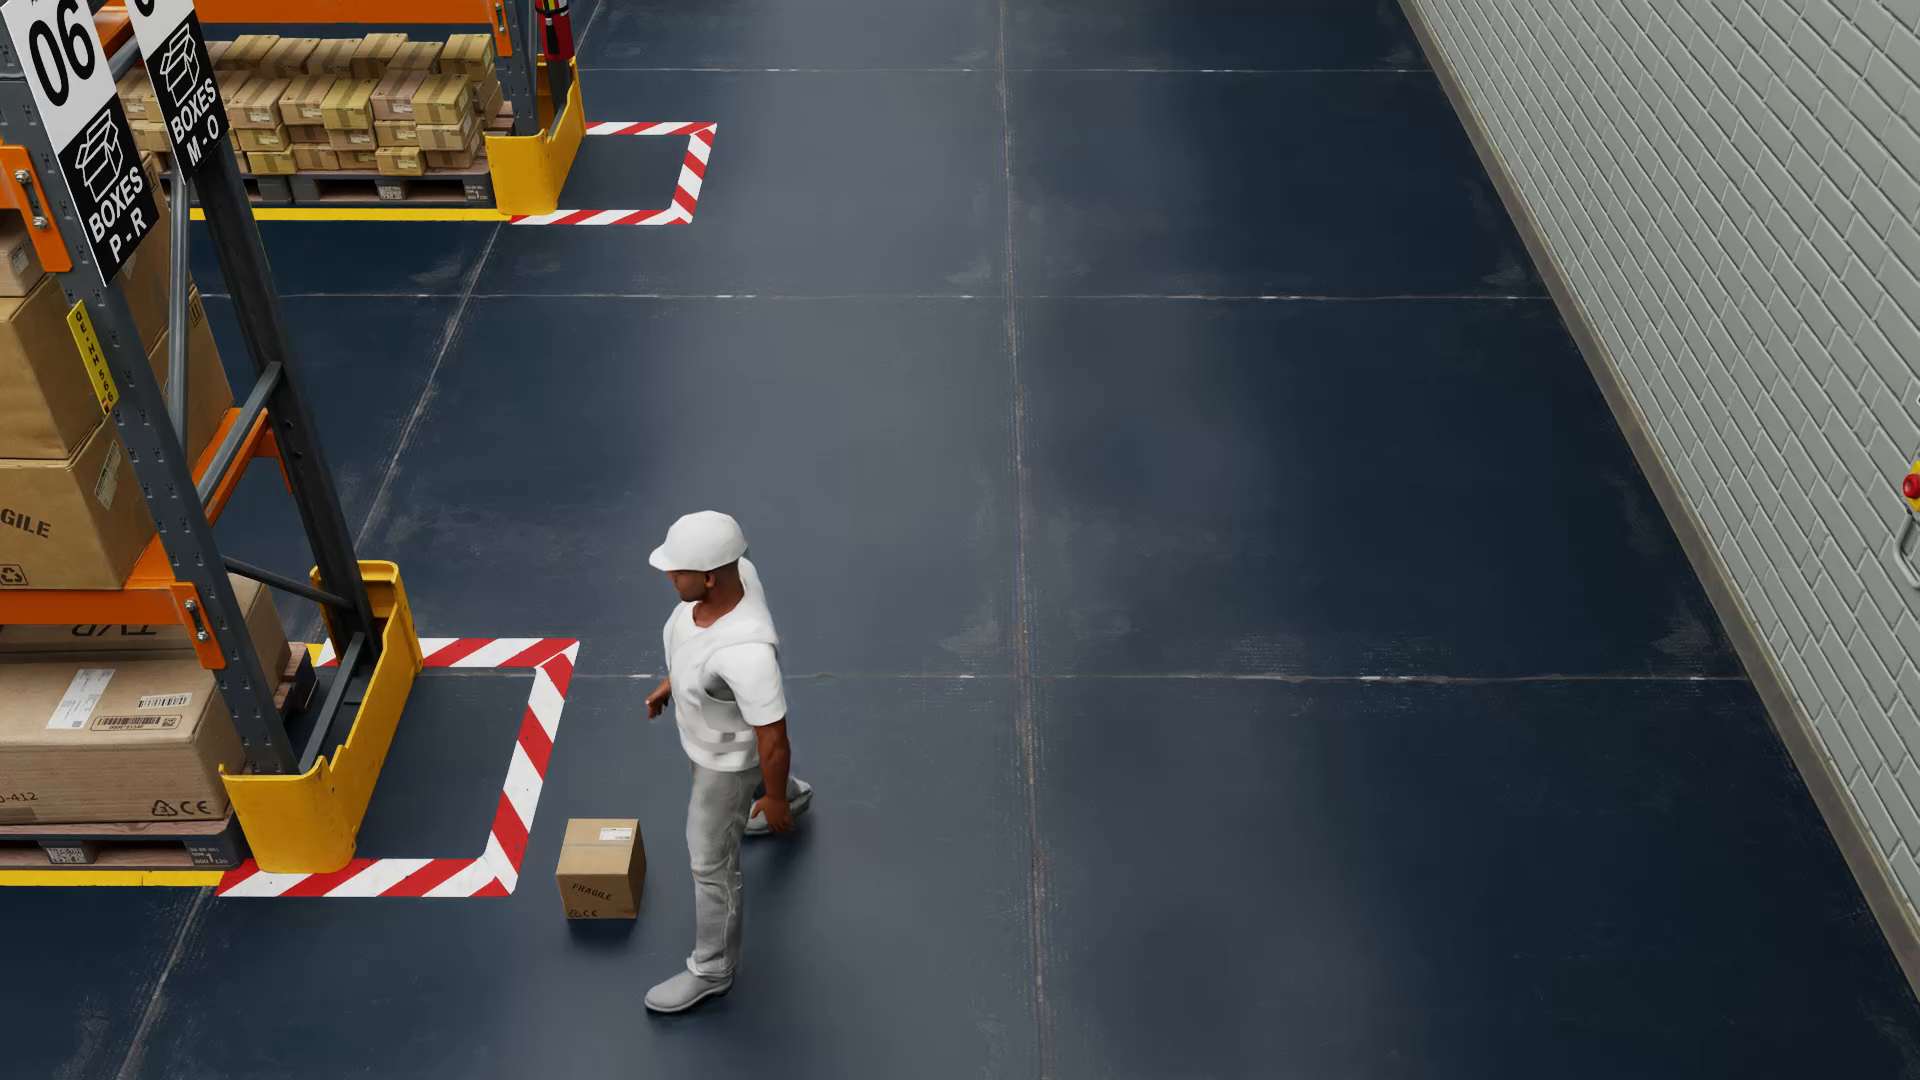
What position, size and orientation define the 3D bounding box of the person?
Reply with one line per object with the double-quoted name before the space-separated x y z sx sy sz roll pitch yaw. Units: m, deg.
"person" -0.808 0.641 5.394 0.757 1.723 0.785 -12 41 -14
